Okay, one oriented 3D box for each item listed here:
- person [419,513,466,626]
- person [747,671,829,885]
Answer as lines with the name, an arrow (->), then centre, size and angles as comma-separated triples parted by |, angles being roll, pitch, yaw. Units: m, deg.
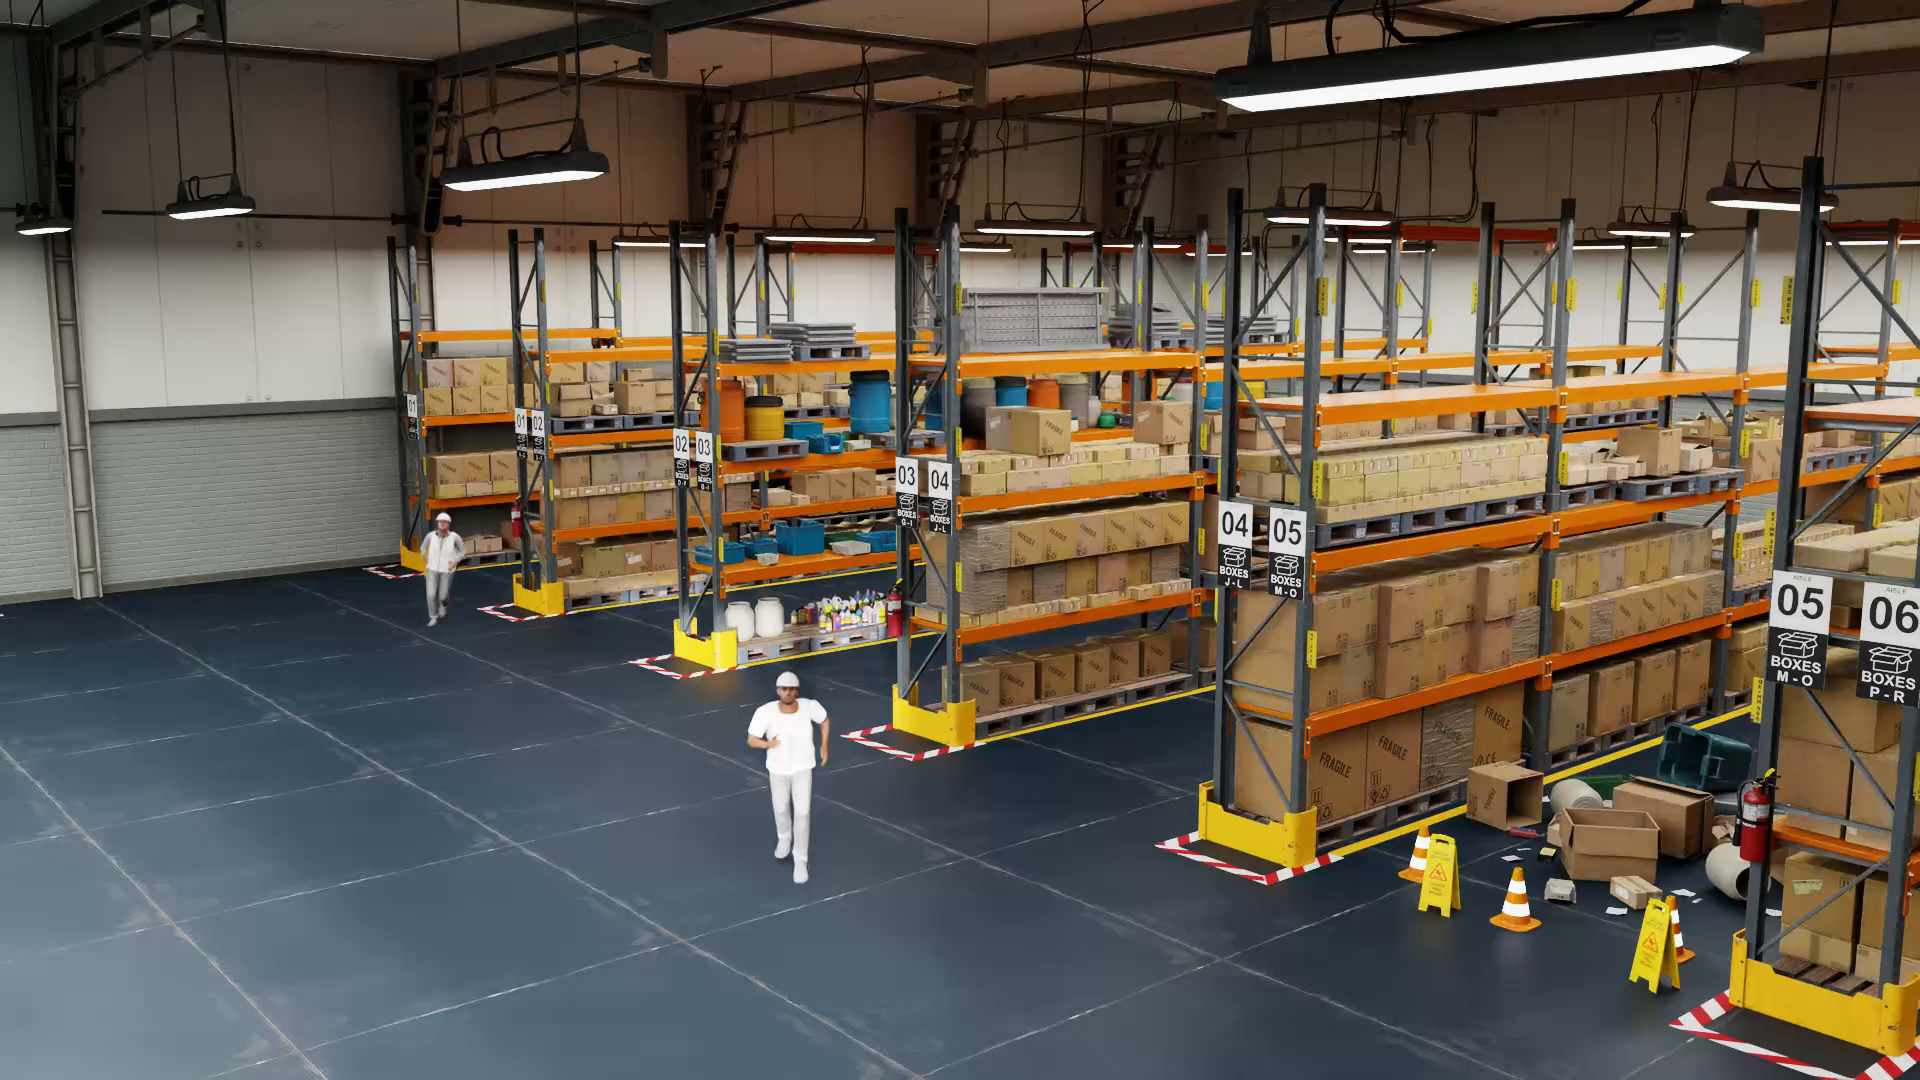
person -> -7.894, 0.439, 25.376 | 0.685, 1.719, 0.632 | -1, 9, -5
person -> -1.511, 2.040, 14.684 | 0.718, 1.819, 0.833 | -1, 9, -4
